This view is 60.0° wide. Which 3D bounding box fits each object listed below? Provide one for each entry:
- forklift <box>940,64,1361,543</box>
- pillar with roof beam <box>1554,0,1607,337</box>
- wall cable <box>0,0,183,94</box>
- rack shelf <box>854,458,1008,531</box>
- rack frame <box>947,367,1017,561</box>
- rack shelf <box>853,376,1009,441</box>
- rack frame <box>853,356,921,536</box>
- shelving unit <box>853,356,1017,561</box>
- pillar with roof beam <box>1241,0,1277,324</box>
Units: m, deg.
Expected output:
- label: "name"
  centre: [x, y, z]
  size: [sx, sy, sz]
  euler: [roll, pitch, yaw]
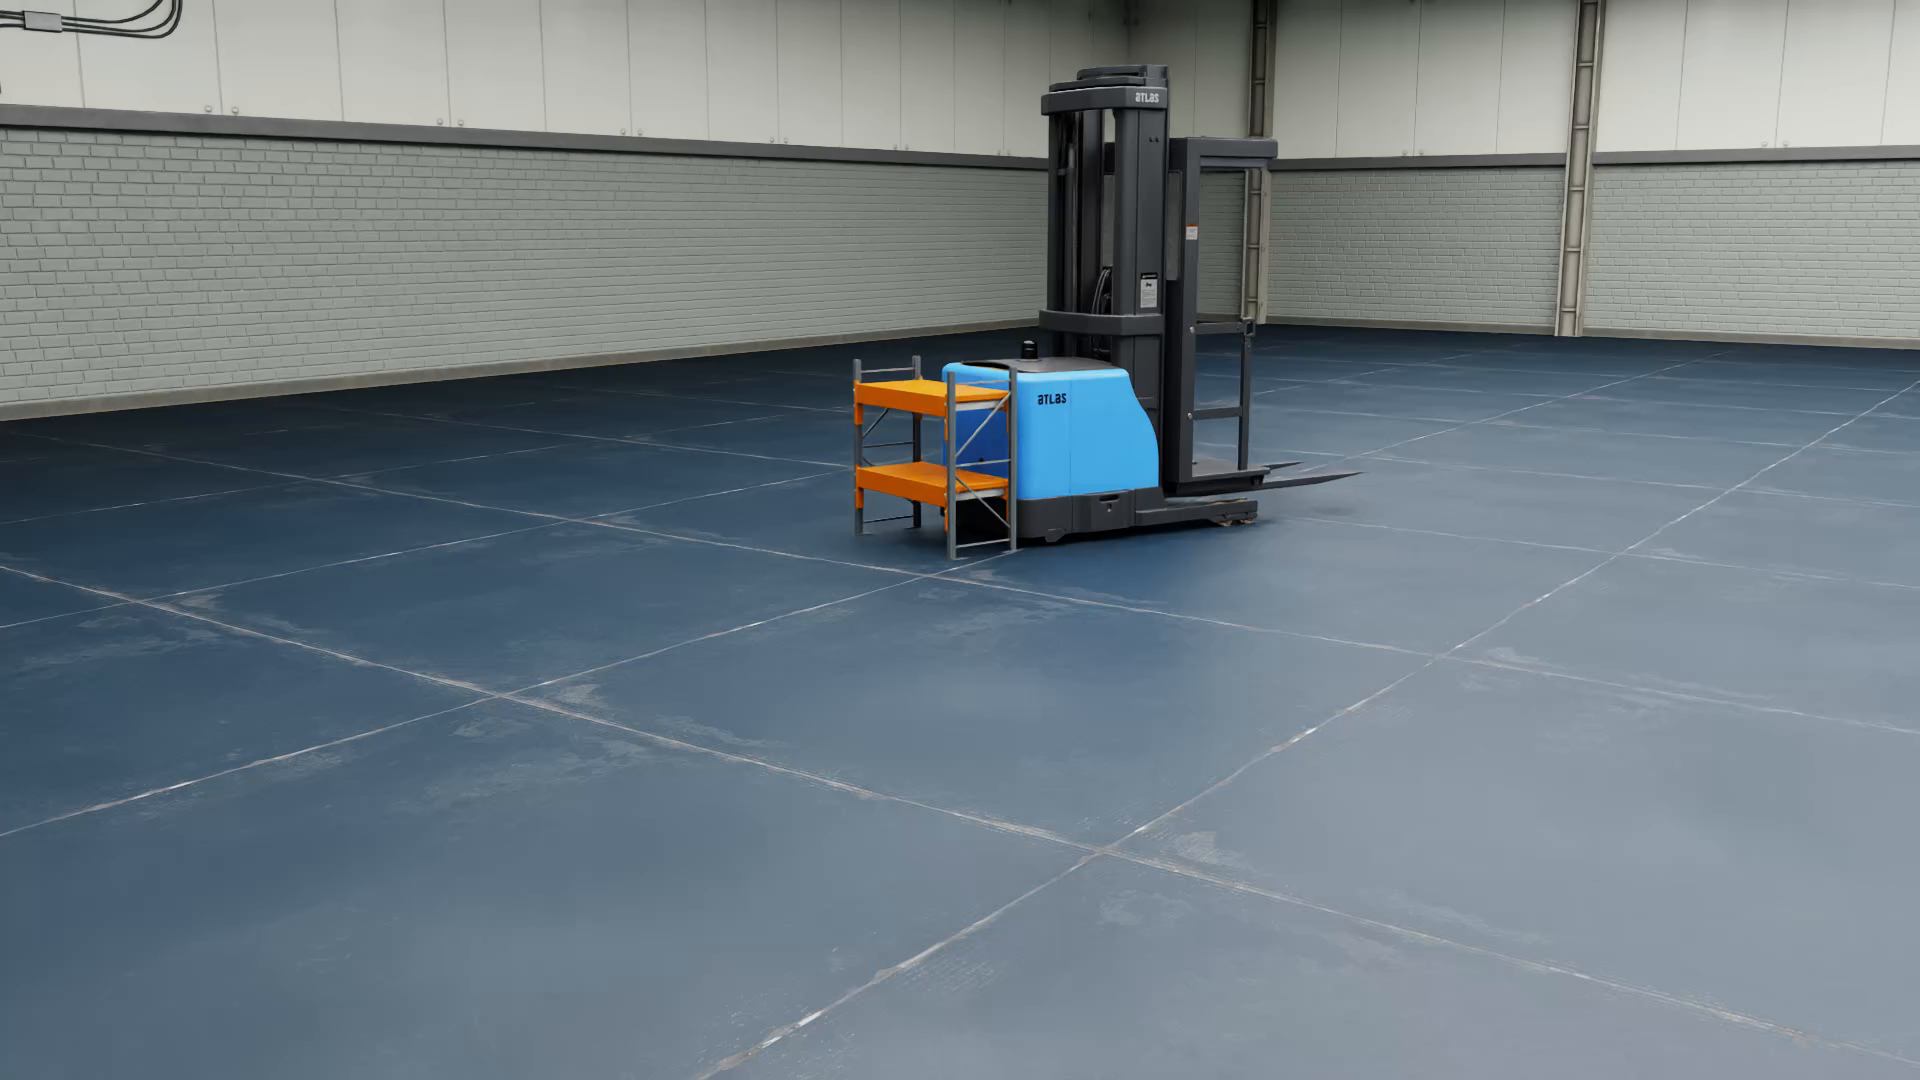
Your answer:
- label: "forklift"
  centre: [1.394, -1.606, 11.113]
  size: [3.031, 2.935, 1.130]
  euler: [-7, 13, -31]
- label: "pillar with roof beam"
  centre: [7.978, -7.287, 24.503]
  size: [0.400, 9.000, 9.100]
  euler: [8, 13, 36]
- label: "wall cable"
  centre: [-8.915, -7.453, 16.408]
  size: [0.169, 6.003, 2.305]
  euler: [8, 13, 36]
- label: "rack shelf"
  centre: [-0.166, -0.293, 10.371]
  size: [0.538, 0.278, 1.000]
  euler: [-8, 13, -35]
- label: "rack frame"
  centre: [0.133, -0.455, 9.921]
  size: [0.500, 1.125, 0.032]
  euler: [-8, 13, -35]
- label: "rack shelf"
  centre: [-0.166, -0.821, 10.269]
  size: [0.538, 0.278, 1.000]
  euler: [-8, 13, -35]
- label: "rack frame"
  centre: [-0.466, -0.611, 10.728]
  size: [0.500, 1.125, 0.032]
  euler: [-8, 13, -35]
- label: "shelving unit"
  centre: [-0.166, -0.533, 10.325]
  size: [0.538, 1.125, 1.048]
  euler: [-8, 13, -35]
- label: "pillar with roof beam"
  centre: [3.142, -7.961, 27.990]
  size: [0.548, 9.000, 9.100]
  euler: [8, 13, 36]
